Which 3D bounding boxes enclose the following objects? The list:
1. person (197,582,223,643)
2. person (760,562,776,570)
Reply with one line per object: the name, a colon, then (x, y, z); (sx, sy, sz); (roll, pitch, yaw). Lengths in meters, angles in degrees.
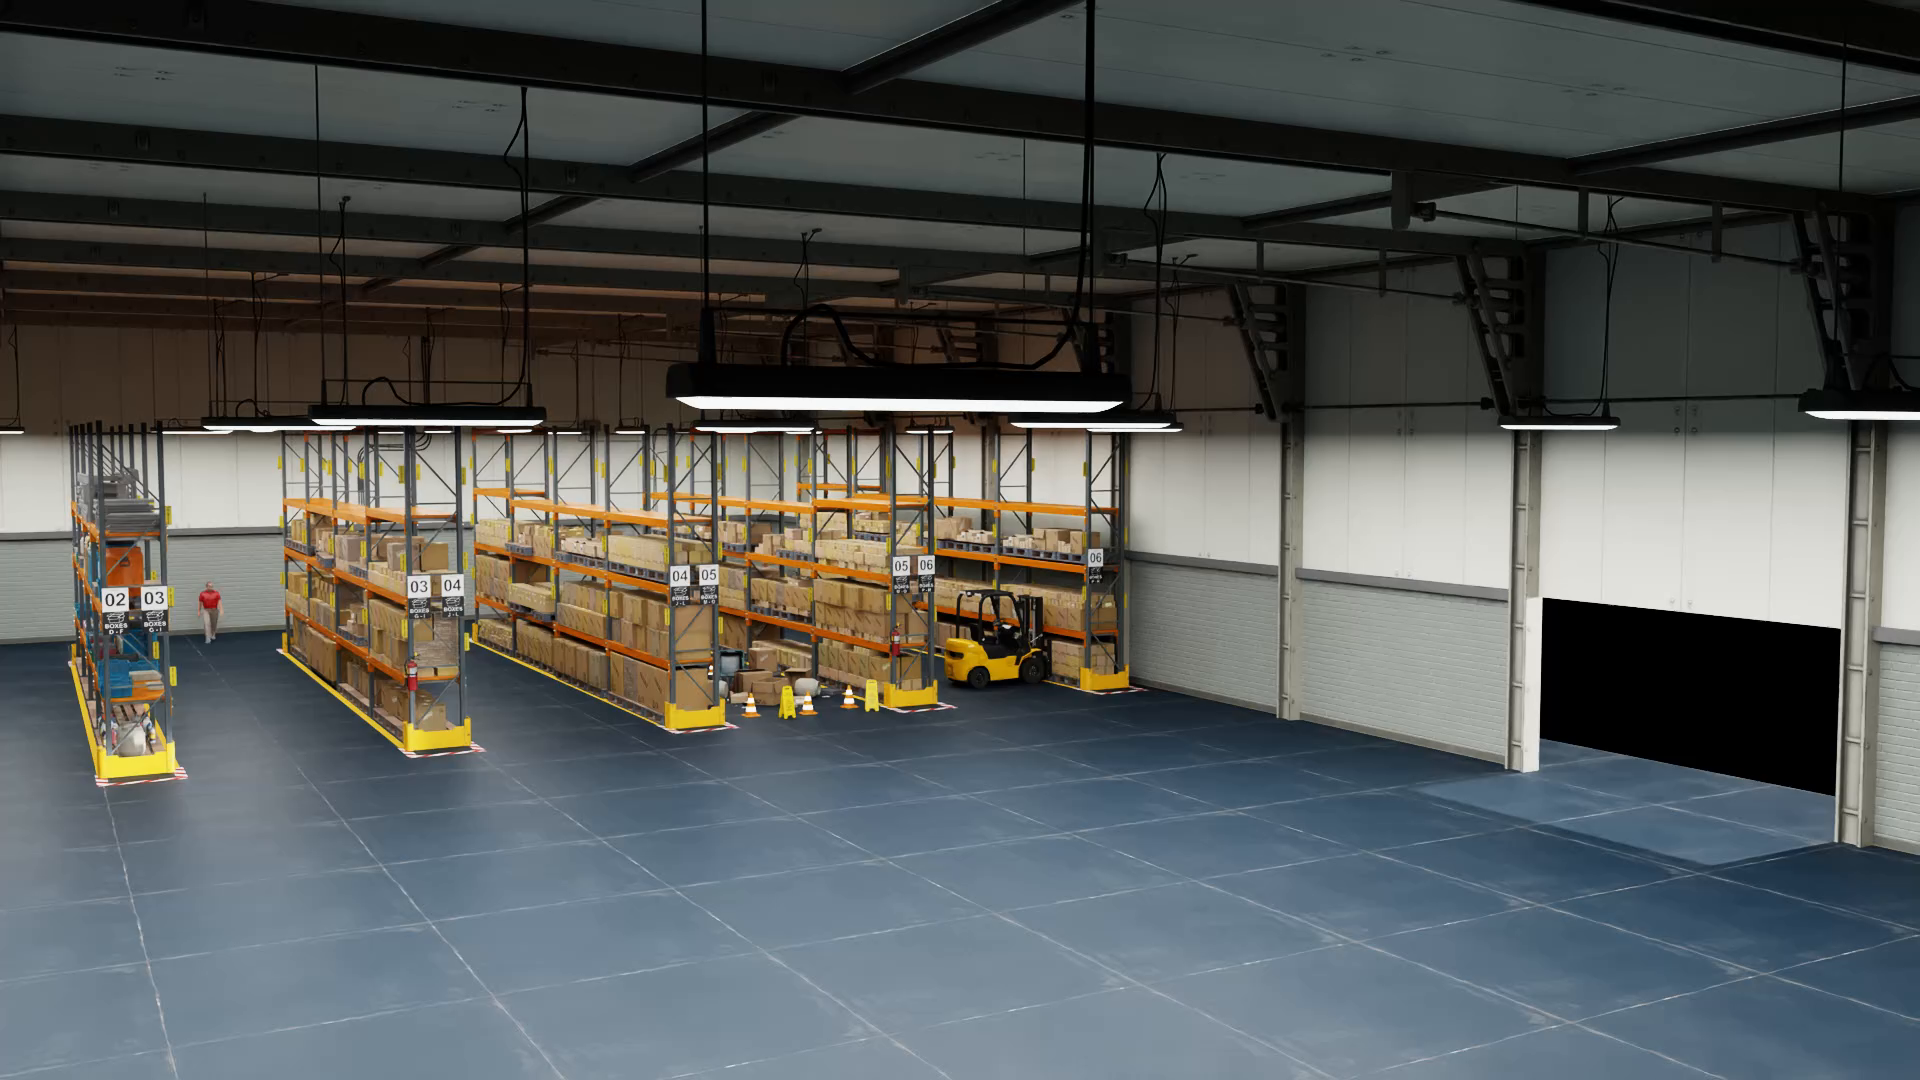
person: (-20.932, 2.003, 46.417); (0.647, 1.659, 1.084); (-2, 4, -29)
person: (-6.459, 1.466, 55.145); (0.587, 1.814, 0.857); (3, 5, 43)
